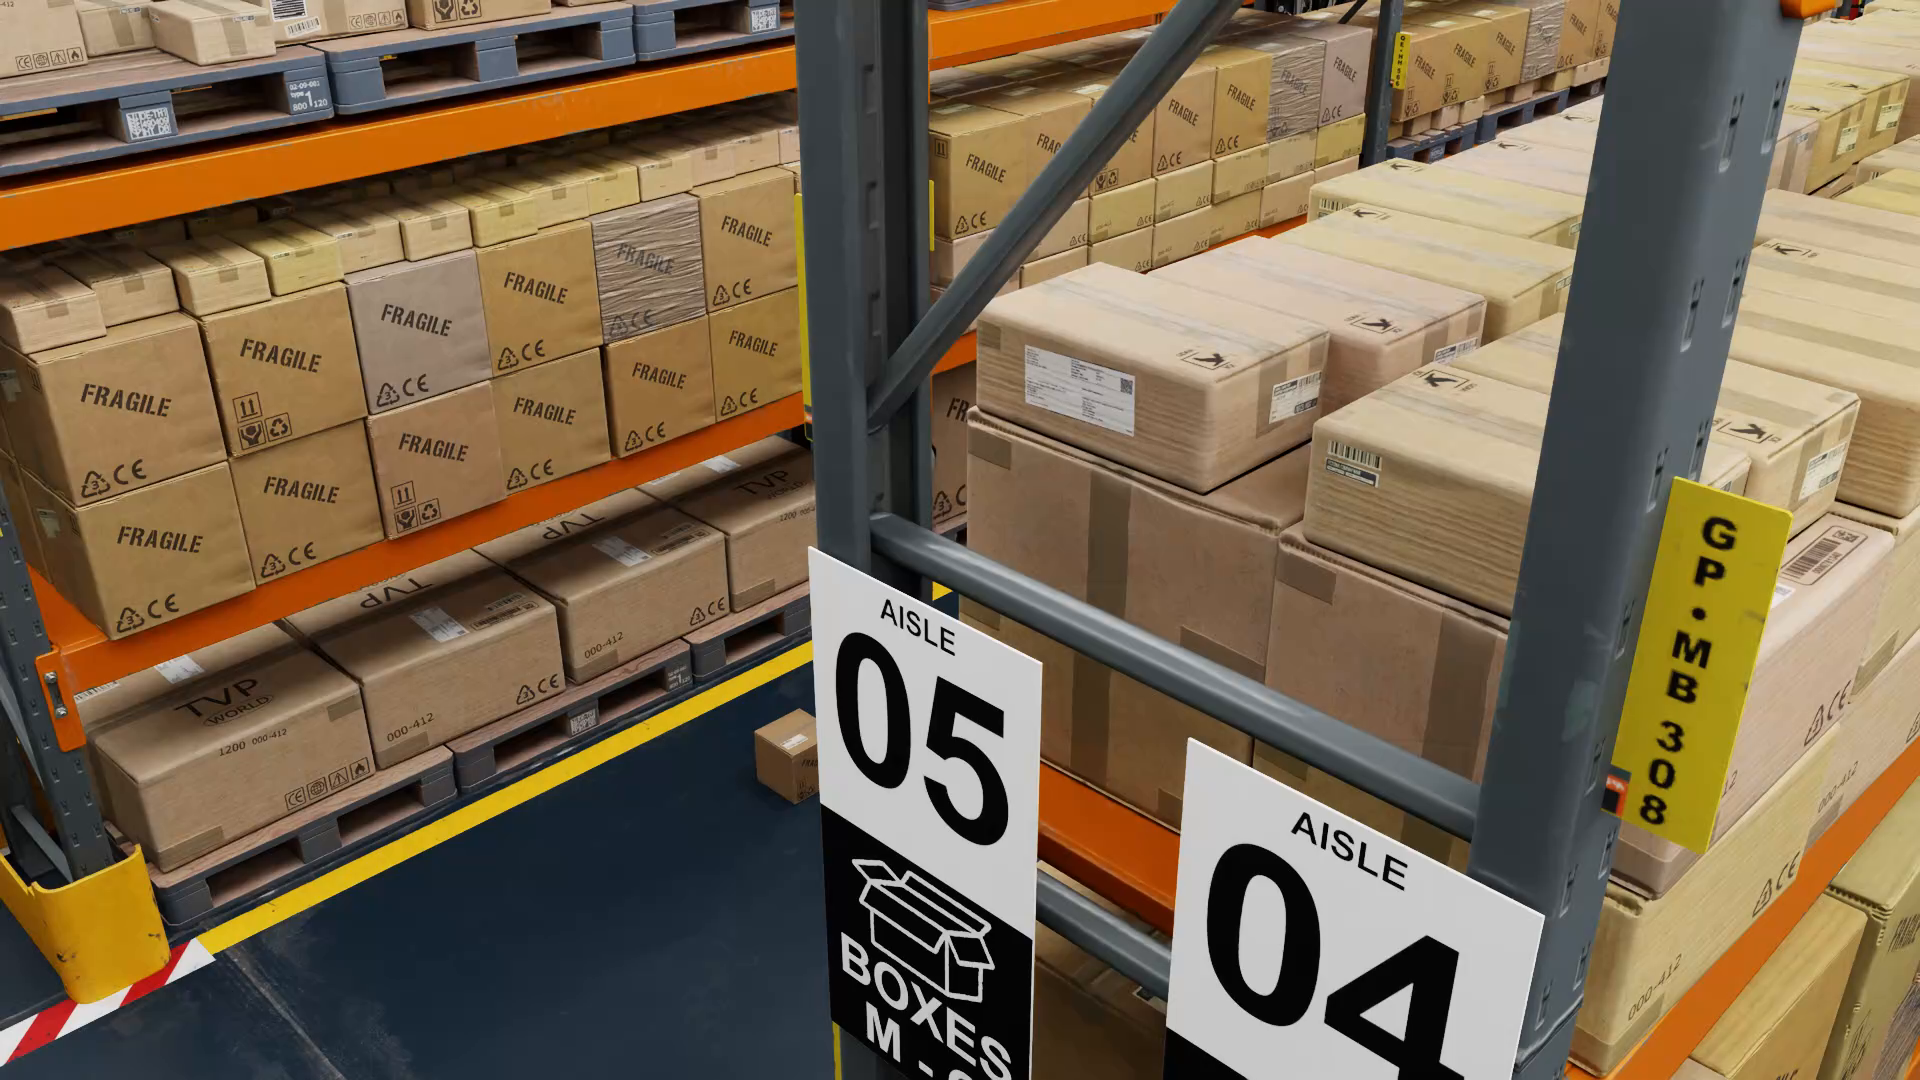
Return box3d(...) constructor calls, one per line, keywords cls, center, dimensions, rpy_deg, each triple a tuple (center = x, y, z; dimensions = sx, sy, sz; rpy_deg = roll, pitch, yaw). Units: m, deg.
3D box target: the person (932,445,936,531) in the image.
box3d(cls="person", center=(-0.330, 0.105, 6.952), dimensions=(0.358, 1.725, 0.531), rpy_deg=(-24, 36, -37))
